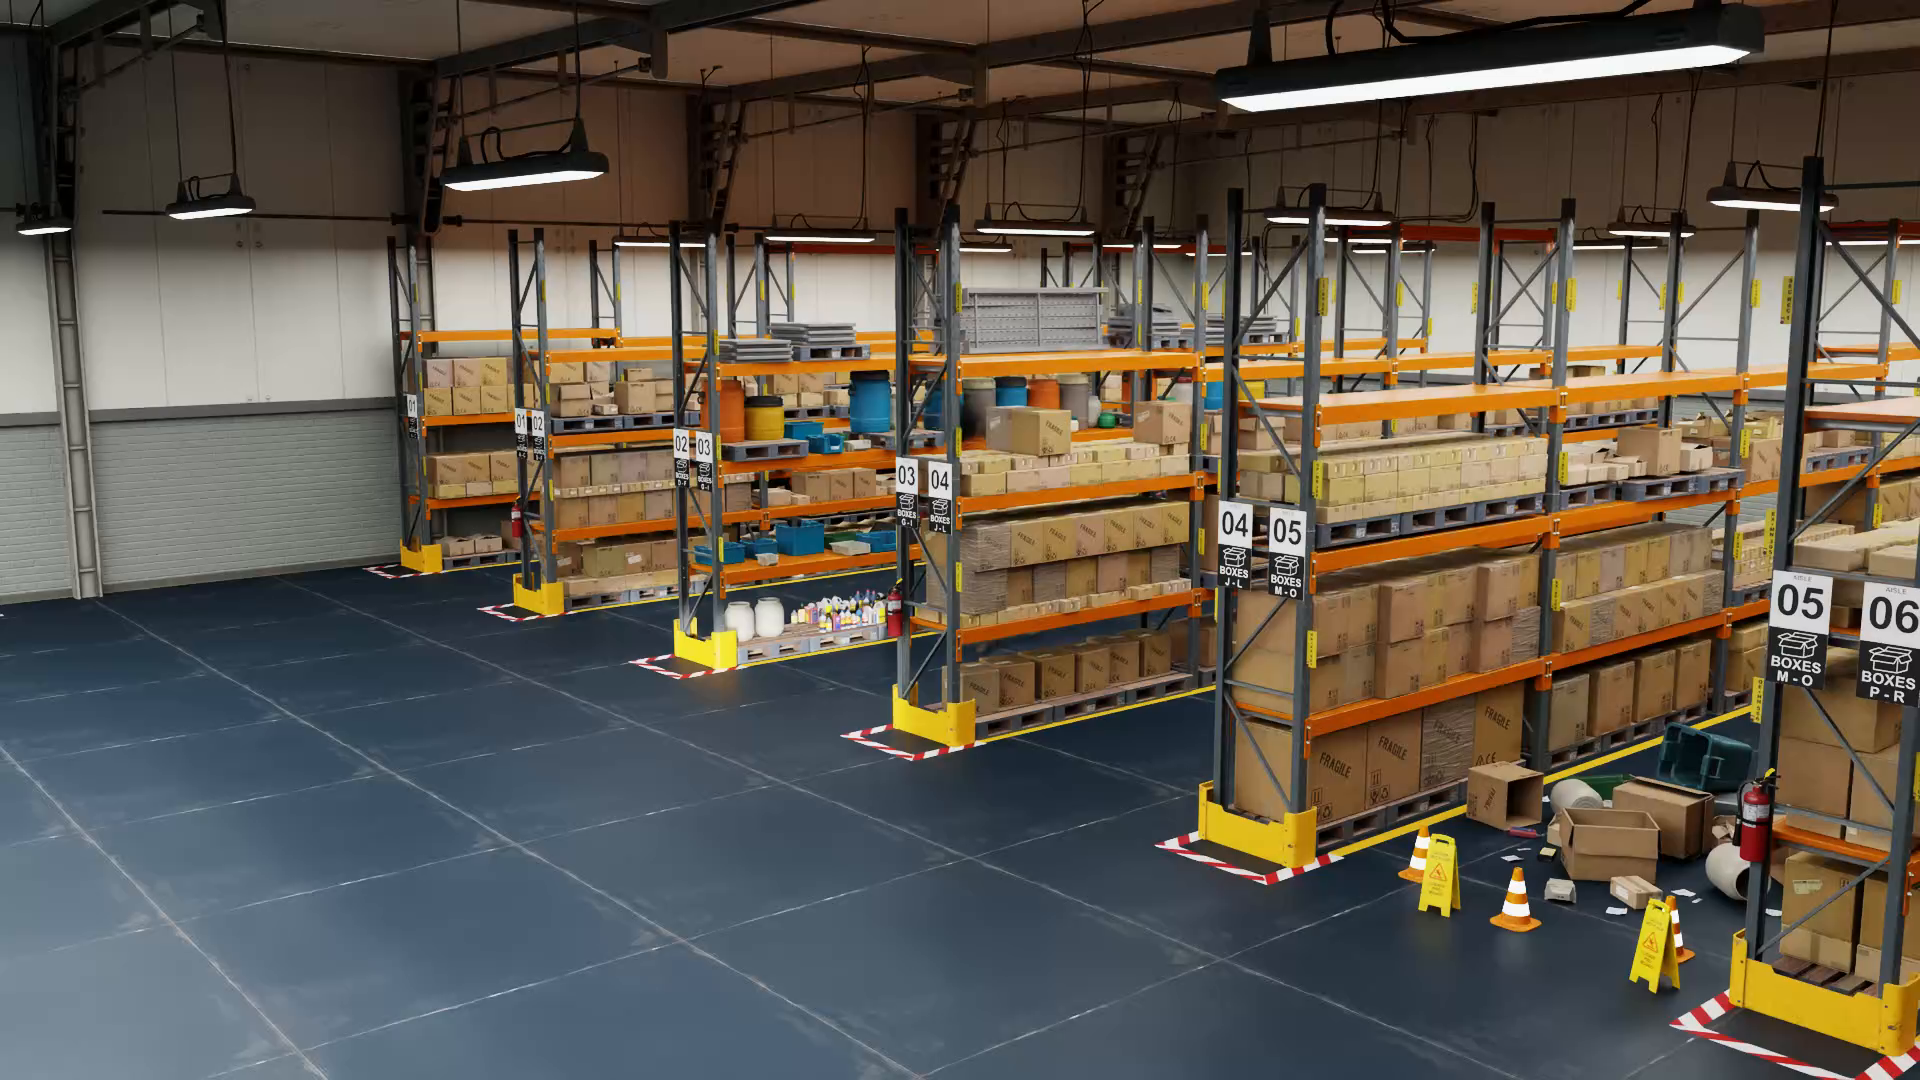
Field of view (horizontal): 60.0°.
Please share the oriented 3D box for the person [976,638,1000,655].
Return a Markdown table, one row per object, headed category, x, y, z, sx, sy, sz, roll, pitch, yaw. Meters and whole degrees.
| category | x | y | z | sx | sy | sz | roll | pitch | yaw |
| --- | --- | --- | --- | --- | --- | --- | --- | --- | --- |
| person | 0.339 | 0.697 | 23.488 | 0.688 | 1.836 | 0.908 | 7 | 11 | 39 |
